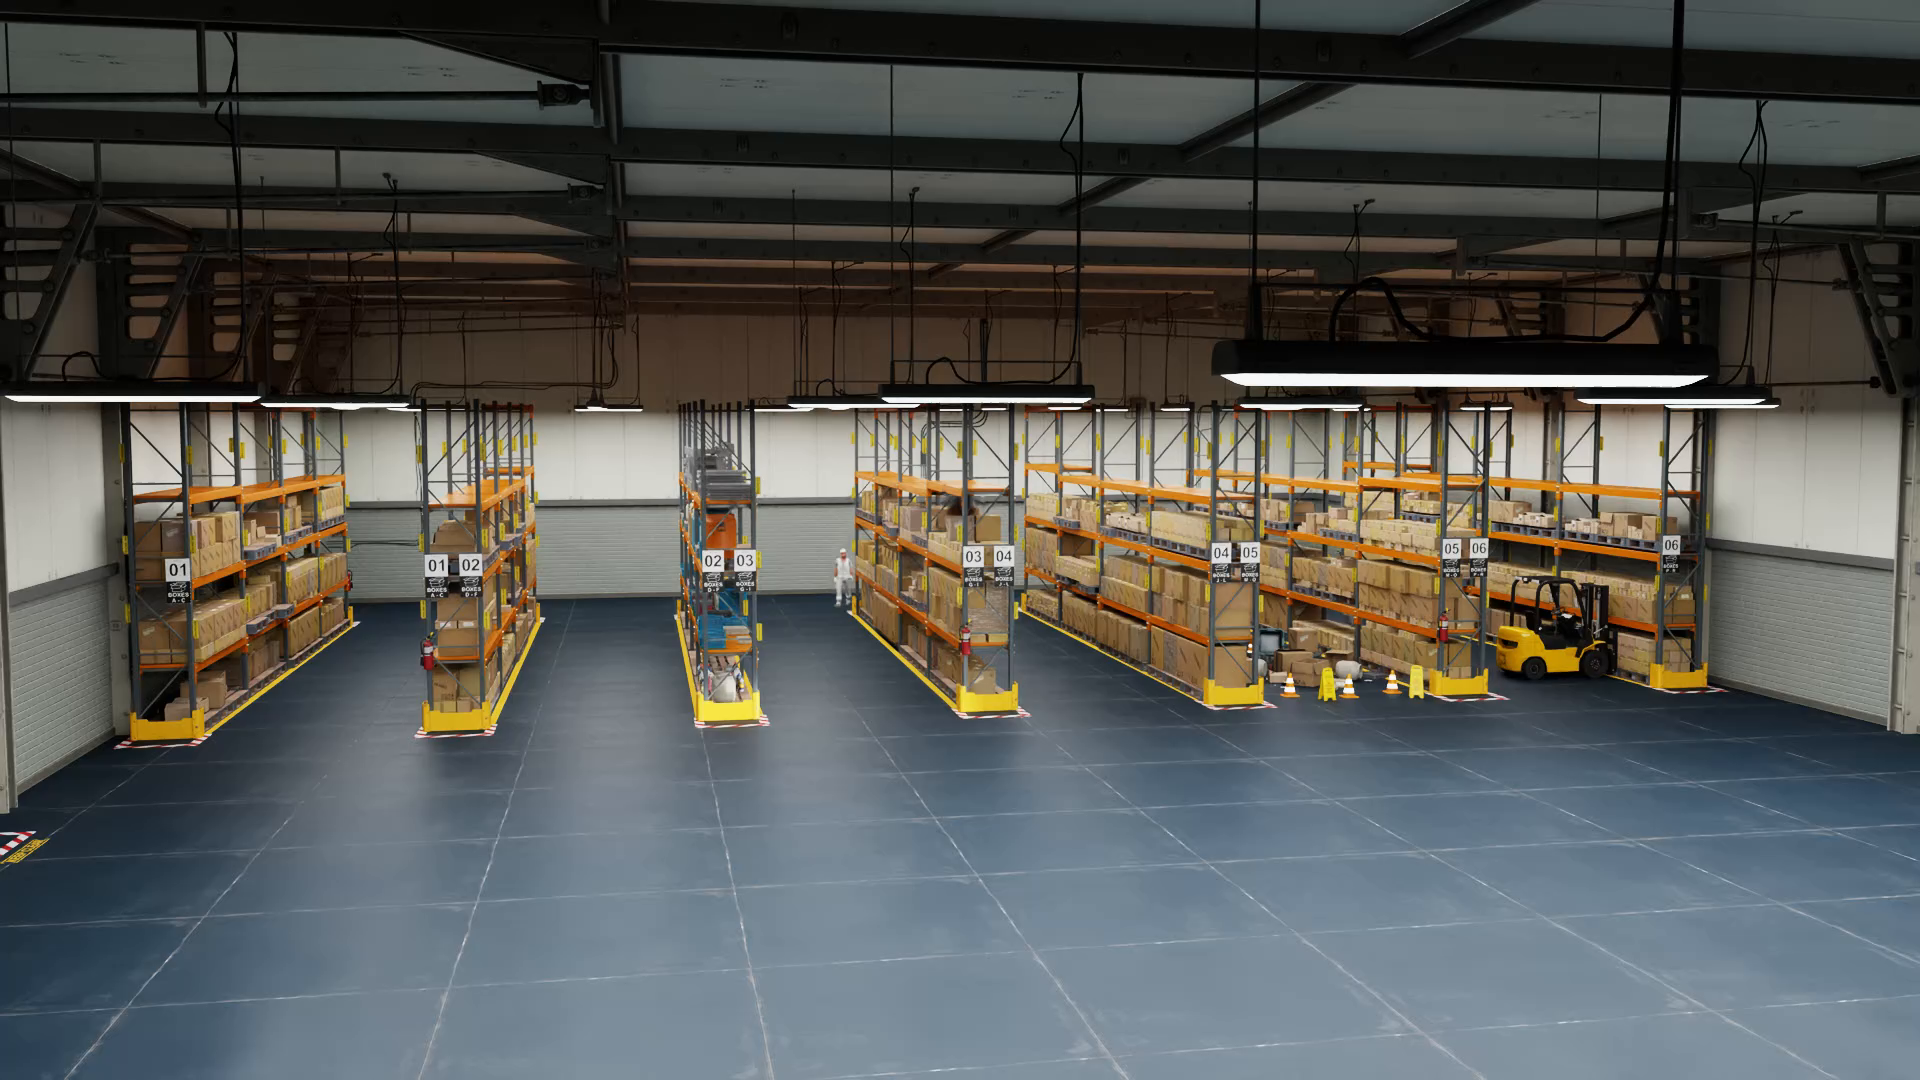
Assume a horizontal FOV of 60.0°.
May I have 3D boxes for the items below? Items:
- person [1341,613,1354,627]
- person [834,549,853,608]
[{"bbox_3d":[10.455,1.448,44.925,0.373,1.766,0.629,0,4,-5],"label":"person"},{"bbox_3d":[-3.450,1.130,49.214,0.614,1.742,1.062,0,4,4],"label":"person"}]
